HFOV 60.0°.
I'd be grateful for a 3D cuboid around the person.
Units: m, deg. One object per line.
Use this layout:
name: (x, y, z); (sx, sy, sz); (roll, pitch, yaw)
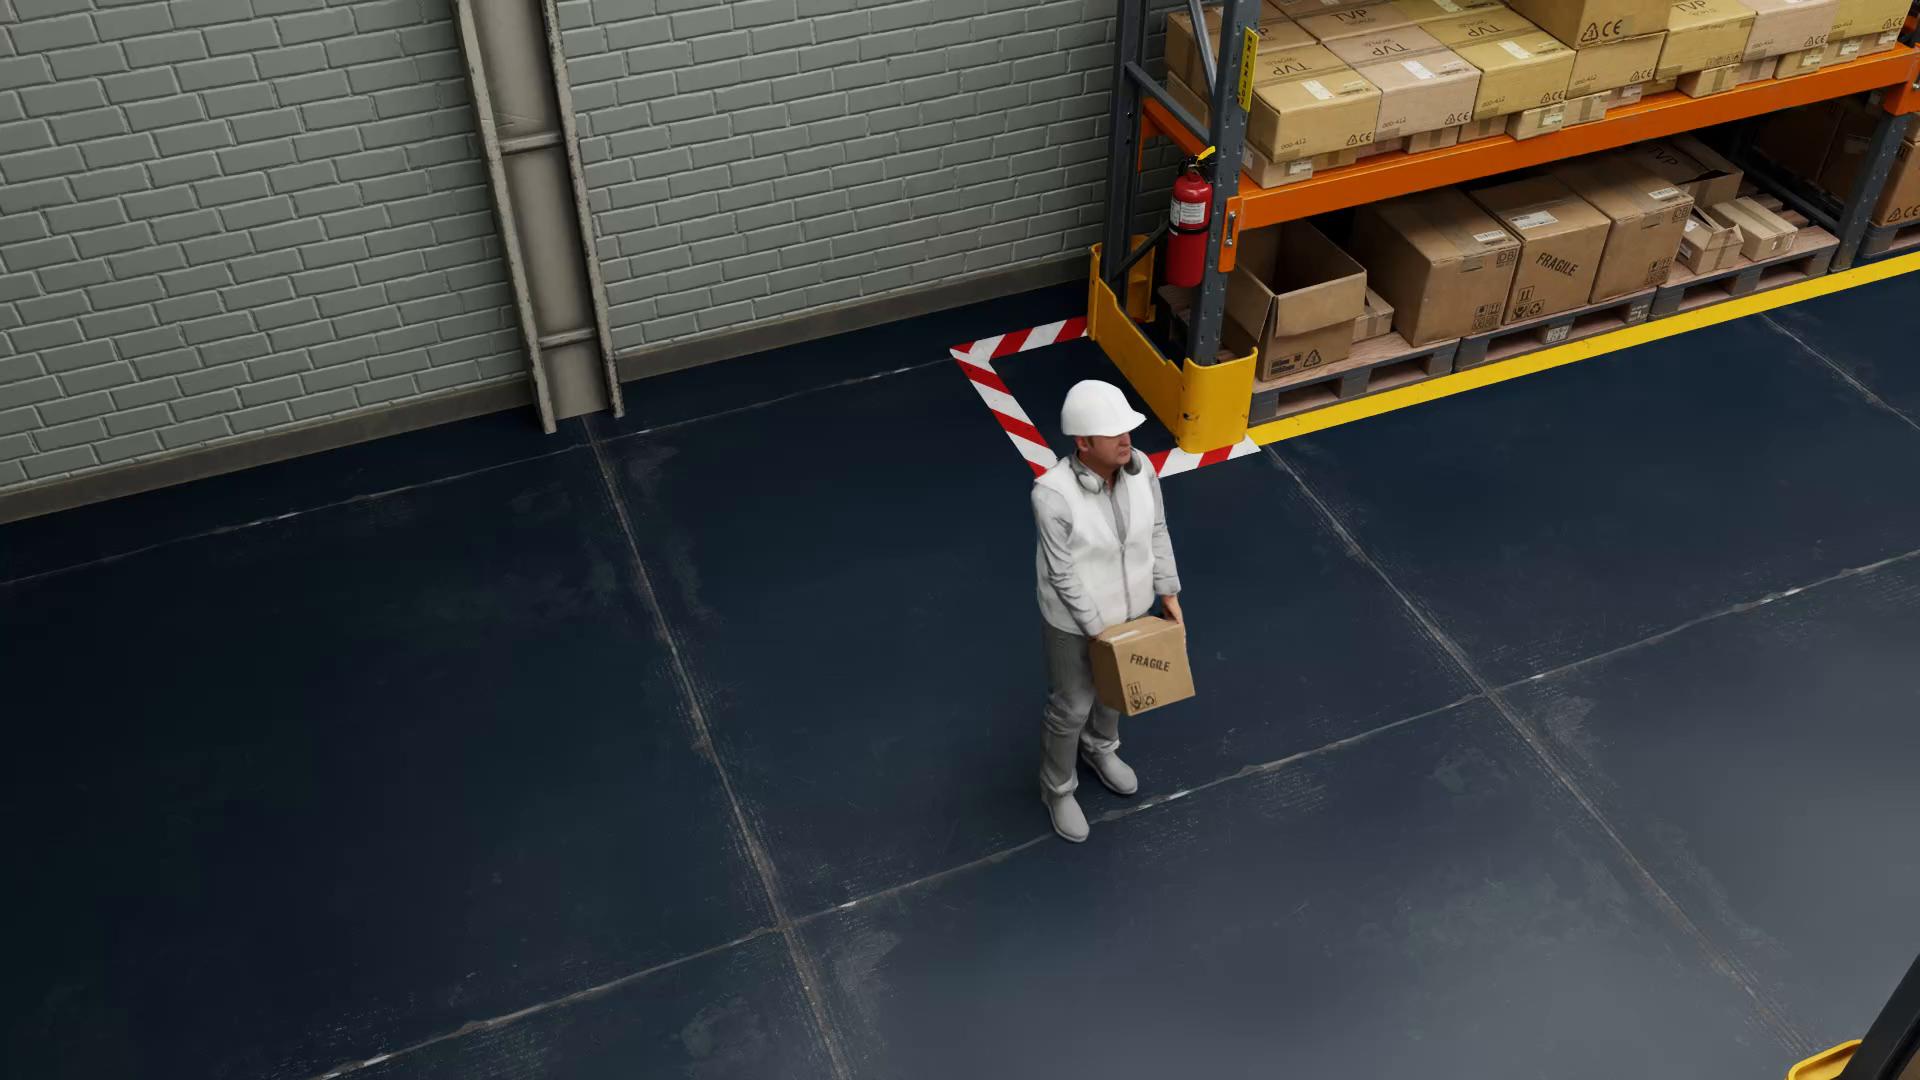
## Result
person: (0.503, 0.258, 5.843); (0.561, 1.777, 0.522); (-27, 48, -27)
